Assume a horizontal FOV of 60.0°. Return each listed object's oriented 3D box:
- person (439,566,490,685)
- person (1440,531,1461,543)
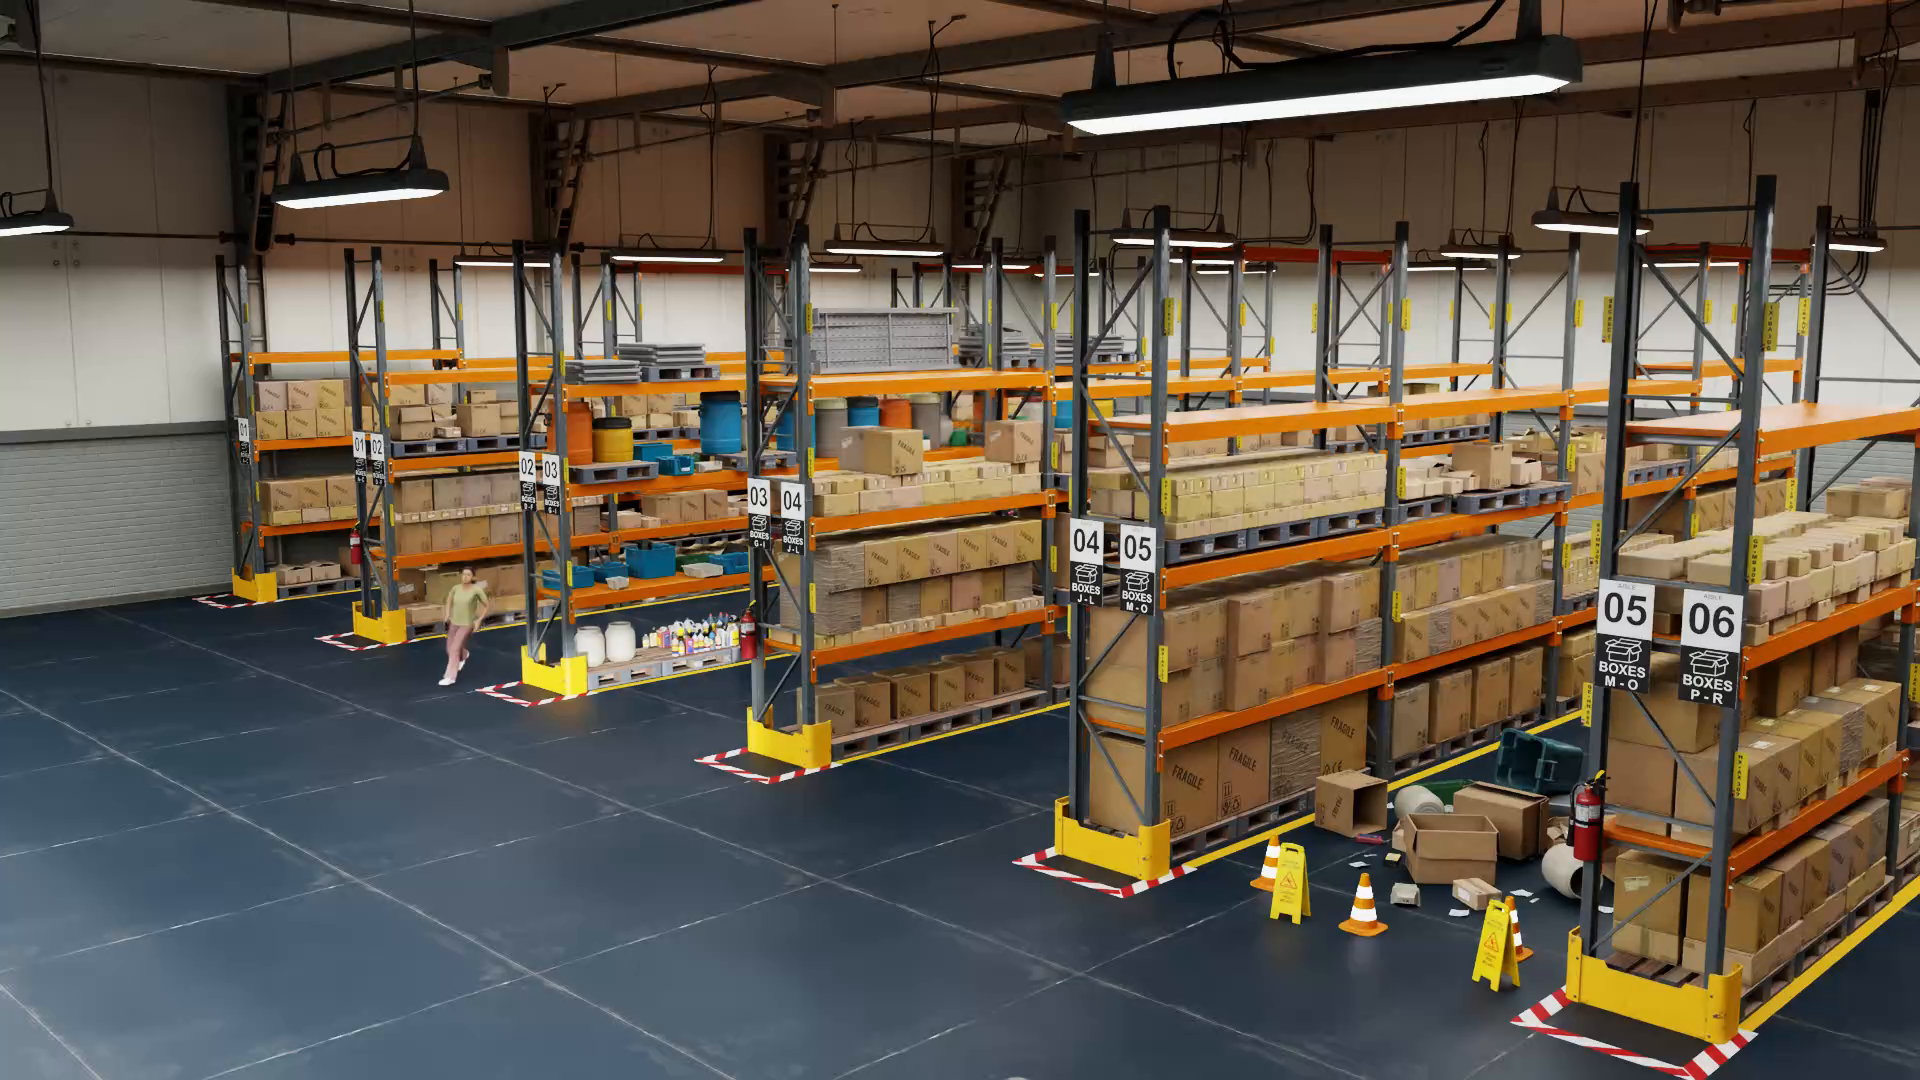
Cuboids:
[{"bbox_3d":[-6.761,1.152,22.763,0.626,1.604,0.718,1,8,10],"label":"person"},{"bbox_3d":[7.724,0.645,26.024,0.626,1.794,0.770,7,11,40],"label":"person"}]
